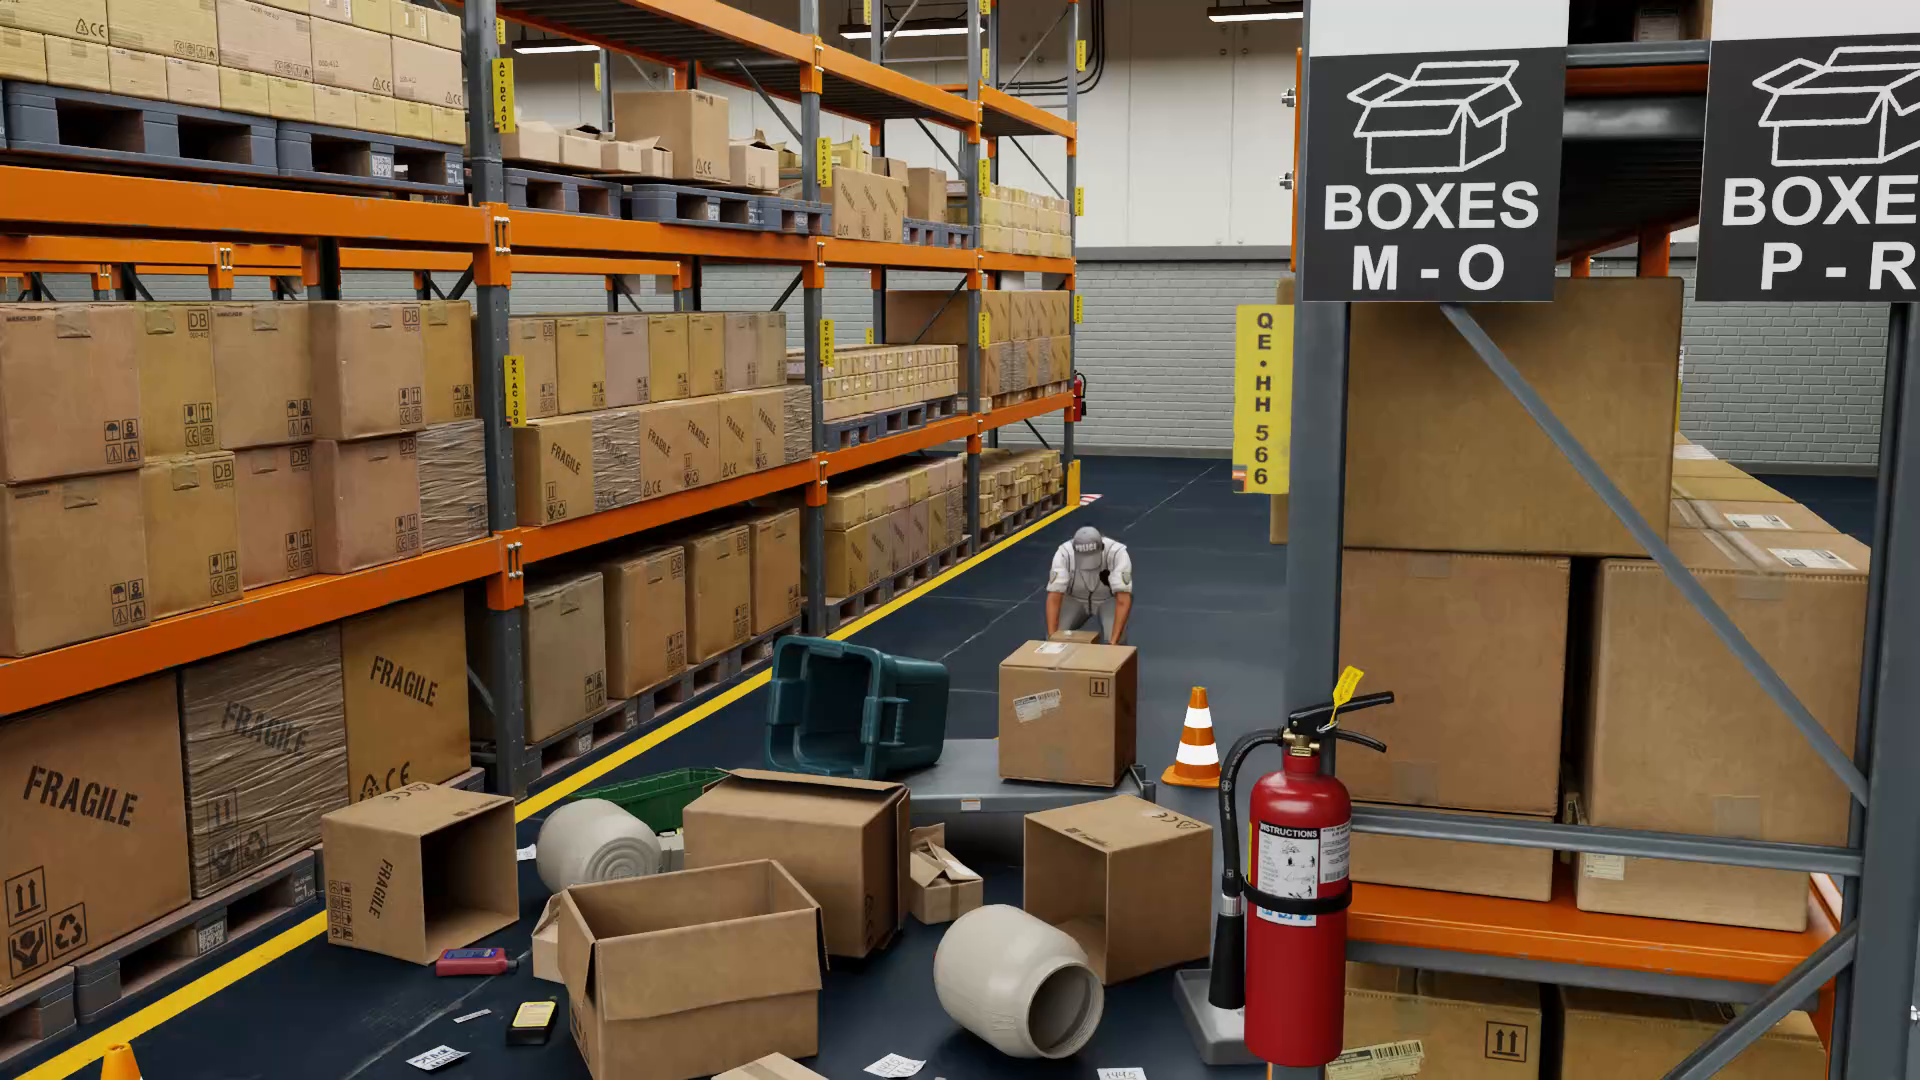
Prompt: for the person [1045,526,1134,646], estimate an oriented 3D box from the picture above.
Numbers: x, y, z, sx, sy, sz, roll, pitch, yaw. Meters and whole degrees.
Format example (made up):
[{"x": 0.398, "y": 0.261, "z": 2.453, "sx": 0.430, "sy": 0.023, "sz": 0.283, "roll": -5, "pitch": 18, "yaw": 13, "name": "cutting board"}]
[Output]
[{"x": 0.801, "y": 0.414, "z": 10.043, "sx": 0.535, "sy": 1.084, "sz": 0.831, "roll": 2, "pitch": 9, "yaw": 16, "name": "person"}]
